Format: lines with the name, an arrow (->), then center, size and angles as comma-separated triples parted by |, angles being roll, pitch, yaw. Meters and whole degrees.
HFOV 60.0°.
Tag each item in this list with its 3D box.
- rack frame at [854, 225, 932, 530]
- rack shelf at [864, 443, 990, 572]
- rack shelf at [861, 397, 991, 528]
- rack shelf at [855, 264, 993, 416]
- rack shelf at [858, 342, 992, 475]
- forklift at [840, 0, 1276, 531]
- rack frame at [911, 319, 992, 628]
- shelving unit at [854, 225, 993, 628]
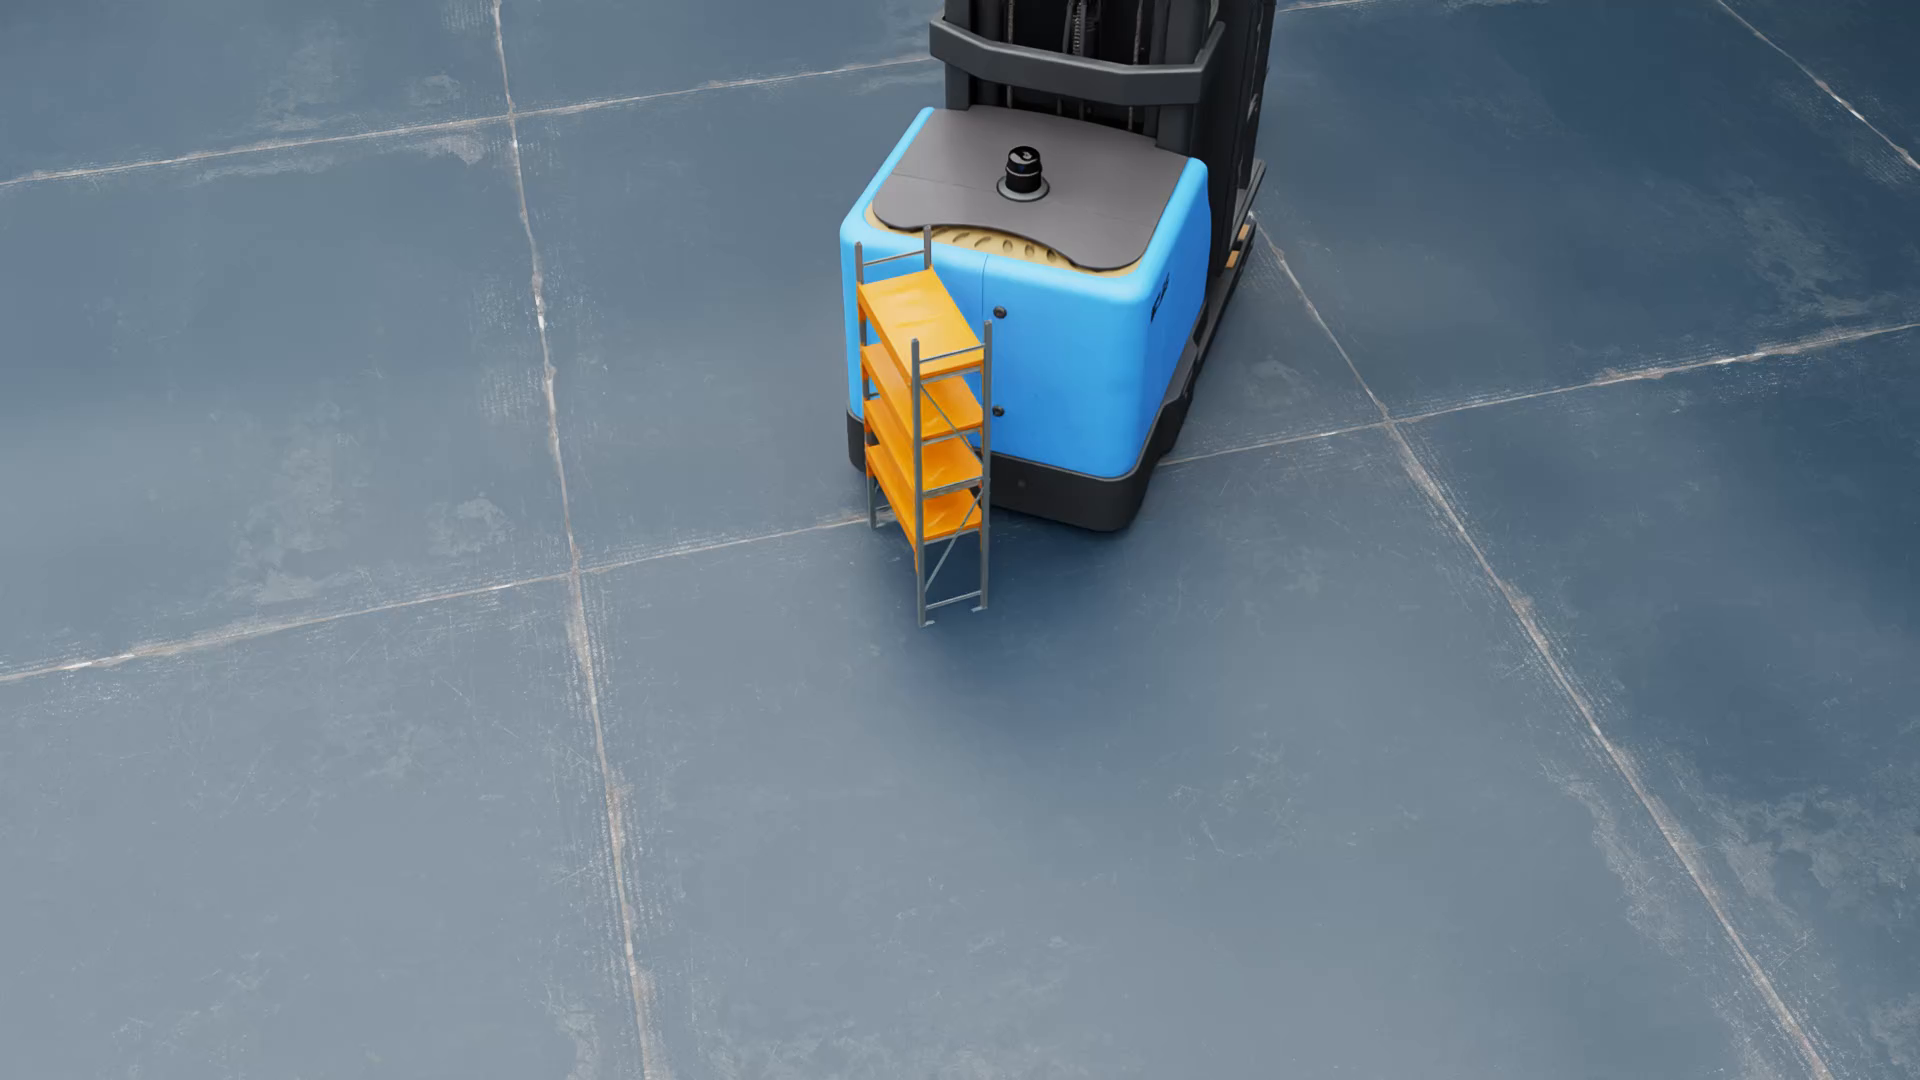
rack frame -> -0.200, -0.490, 5.390 | 0.240, 1.200, 0.015 | -16, 48, -15
rack shelf -> -0.112, -0.141, 5.420 | 0.258, 0.148, 0.480 | -16, 48, -15
rack shelf -> -0.112, -0.280, 5.279 | 0.258, 0.148, 0.480 | -16, 48, -15
rack shelf -> -0.112, -0.602, 4.950 | 0.258, 0.148, 0.480 | -16, 48, -15
rack shelf -> -0.112, -0.437, 5.119 | 0.258, 0.148, 0.480 | -16, 48, -15
forklift -> 0.579, -2.127, 5.783 | 1.130, 2.935, 3.031 | 14, 47, 14
rack frame -> -0.023, -0.165, 5.071 | 0.240, 1.200, 0.015 | -16, 48, -15
shelving unit -> -0.112, -0.327, 5.231 | 0.258, 1.200, 0.503 | -16, 48, -15
